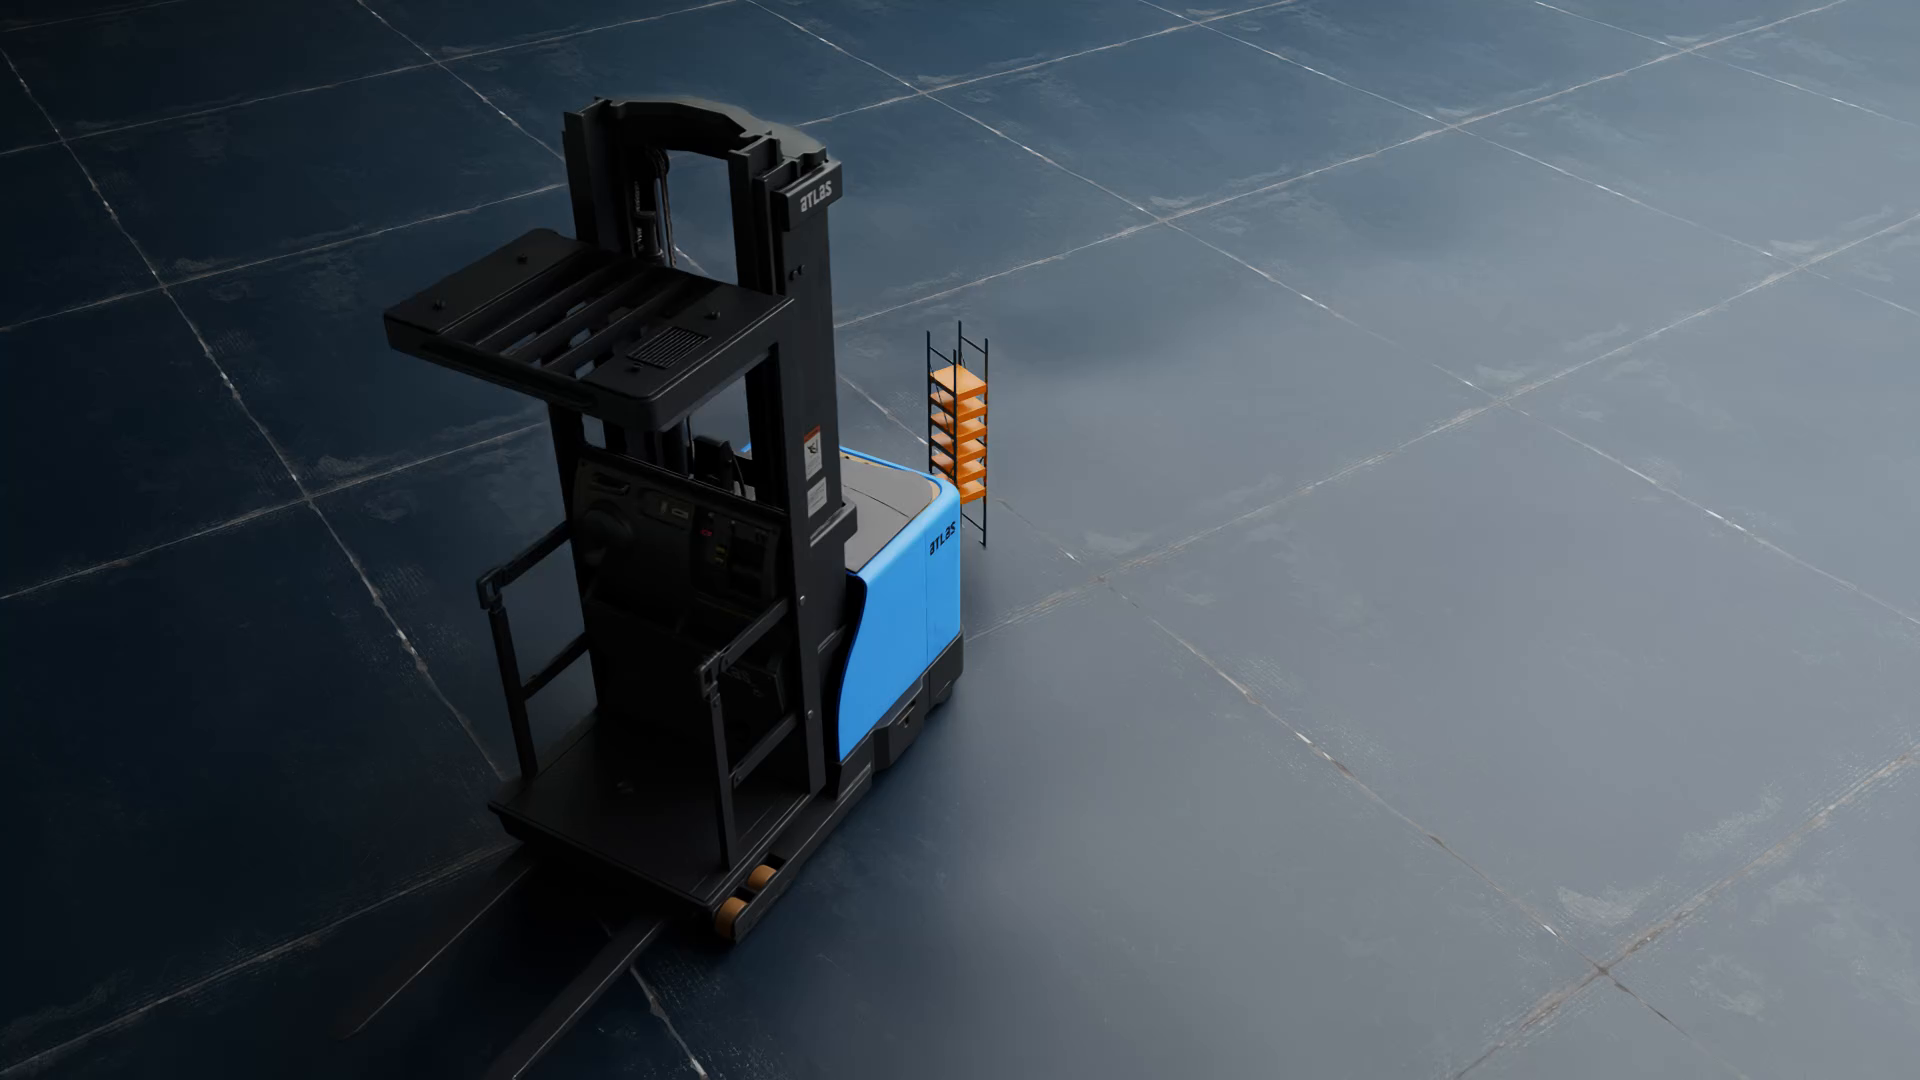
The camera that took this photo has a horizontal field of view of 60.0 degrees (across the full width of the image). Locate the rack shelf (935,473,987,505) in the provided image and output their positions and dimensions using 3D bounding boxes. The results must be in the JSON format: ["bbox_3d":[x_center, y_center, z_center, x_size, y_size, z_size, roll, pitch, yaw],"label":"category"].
[{"bbox_3d":[-0.012,-0.251,8.372,0.180,0.103,0.258,-22,41,-28],"label":"rack shelf"}]

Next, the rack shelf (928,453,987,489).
[{"bbox_3d":[-0.012,-0.349,8.302,0.180,0.103,0.258,-22,41,-28],"label":"rack shelf"}]

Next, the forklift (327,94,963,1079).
[{"bbox_3d":[-1.158,0.047,5.988,1.130,2.935,3.031,19,40,24],"label":"forklift"}]

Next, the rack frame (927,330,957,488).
[{"bbox_3d":[-0.087,-0.451,8.163,0.006,1.200,0.240,-22,41,-28],"label":"rack frame"}]

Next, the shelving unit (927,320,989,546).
[{"bbox_3d":[-0.012,-0.482,8.206,0.189,1.200,0.258,-22,41,-28],"label":"shelving unit"}]

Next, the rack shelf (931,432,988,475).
[{"bbox_3d":[-0.012,-0.446,8.232,0.180,0.103,0.258,-22,41,-28],"label":"rack shelf"}]

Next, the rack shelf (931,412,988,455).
[{"bbox_3d":[-0.012,-0.544,8.162,0.180,0.103,0.258,-22,41,-28],"label":"rack shelf"}]

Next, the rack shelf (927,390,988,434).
[{"bbox_3d":[-0.012,-0.641,8.092,0.180,0.103,0.258,-22,41,-28],"label":"rack shelf"}]

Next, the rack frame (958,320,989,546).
[{"bbox_3d":[0.063,-0.513,8.249,0.006,1.200,0.240,-22,41,-28],"label":"rack frame"}]

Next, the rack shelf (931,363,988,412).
[{"bbox_3d":[-0.012,-0.738,8.022,0.180,0.103,0.258,-22,41,-28],"label":"rack shelf"}]
